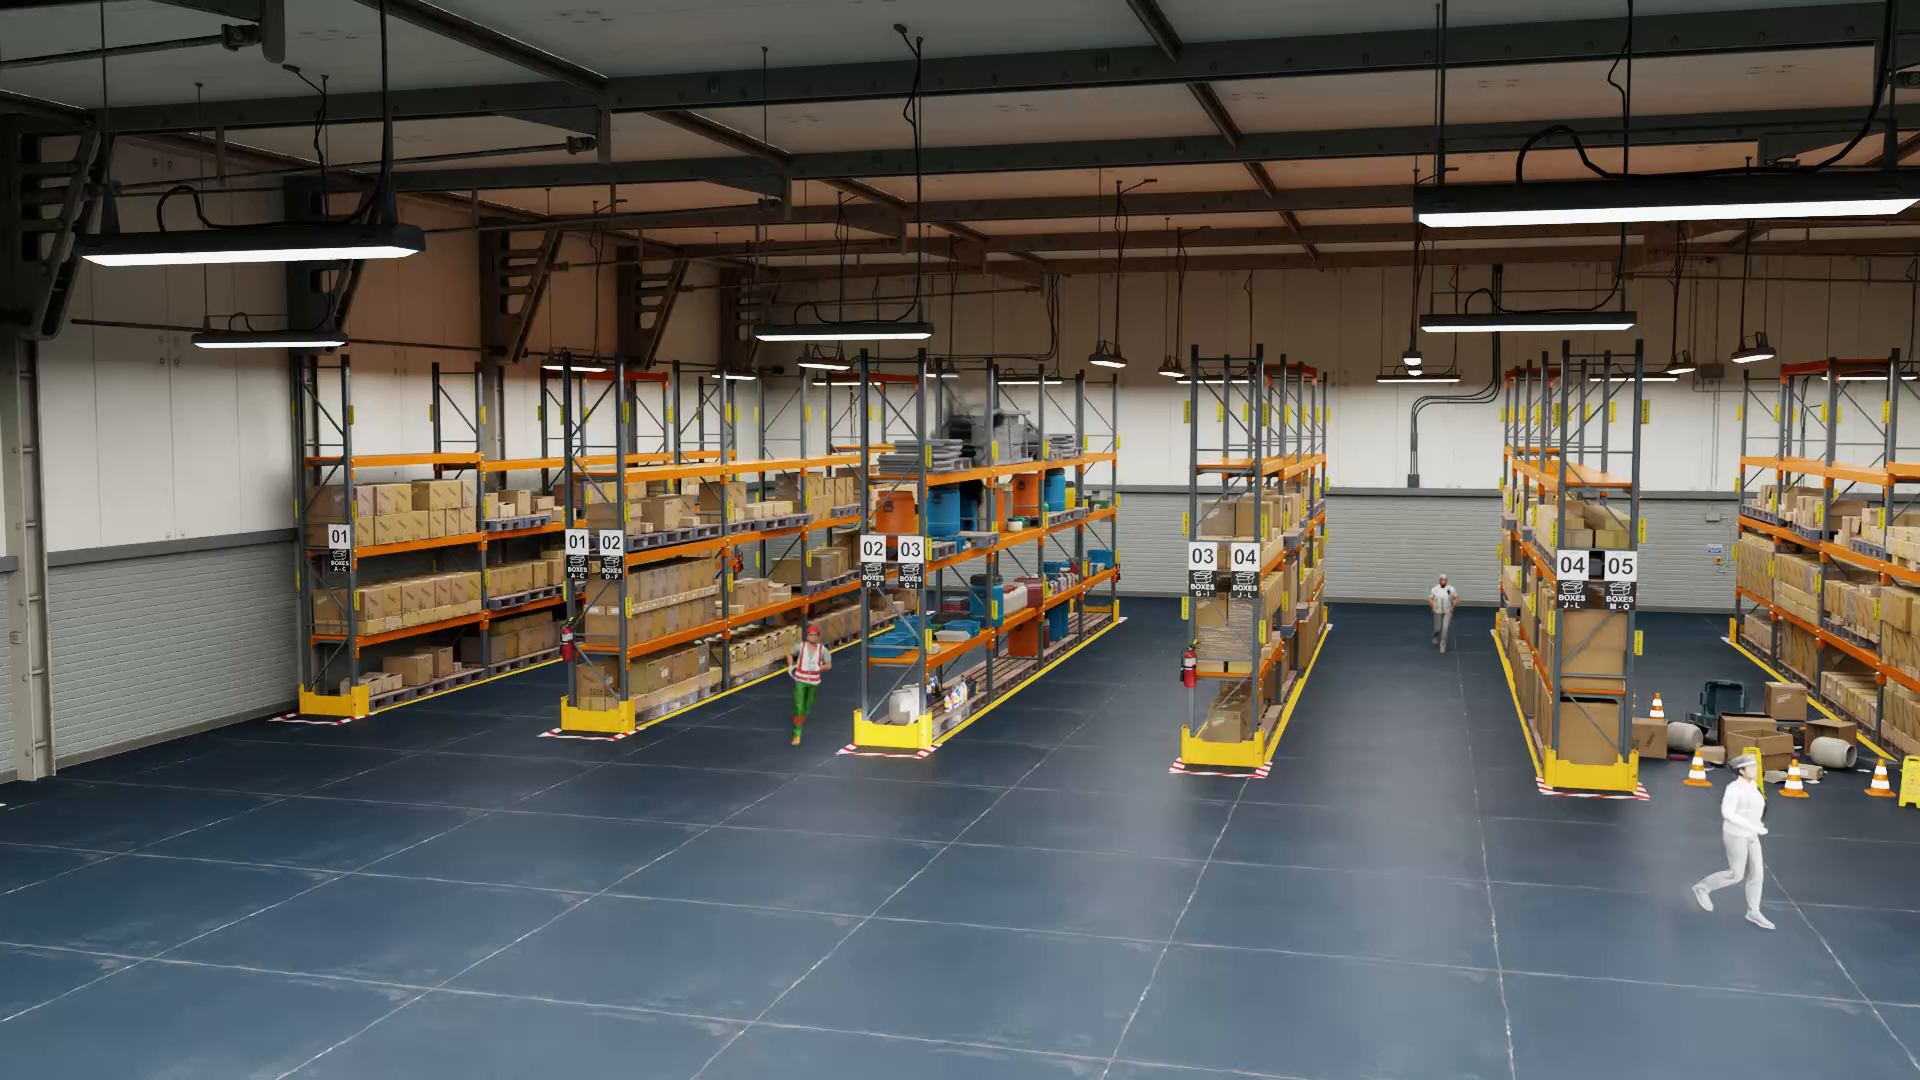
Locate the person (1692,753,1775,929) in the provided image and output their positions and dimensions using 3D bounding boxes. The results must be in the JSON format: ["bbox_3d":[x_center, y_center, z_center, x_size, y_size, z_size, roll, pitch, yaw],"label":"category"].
[{"bbox_3d":[7.703,2.936,16.466,0.640,1.700,0.784,-3,6,-39],"label":"person"}]

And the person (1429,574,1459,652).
[{"bbox_3d":[10.310,1.545,35.430,0.608,1.651,0.655,1,5,19],"label":"person"}]

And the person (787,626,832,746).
[{"bbox_3d":[-2.319,2.221,25.573,0.662,1.841,0.754,-1,4,-13],"label":"person"}]
